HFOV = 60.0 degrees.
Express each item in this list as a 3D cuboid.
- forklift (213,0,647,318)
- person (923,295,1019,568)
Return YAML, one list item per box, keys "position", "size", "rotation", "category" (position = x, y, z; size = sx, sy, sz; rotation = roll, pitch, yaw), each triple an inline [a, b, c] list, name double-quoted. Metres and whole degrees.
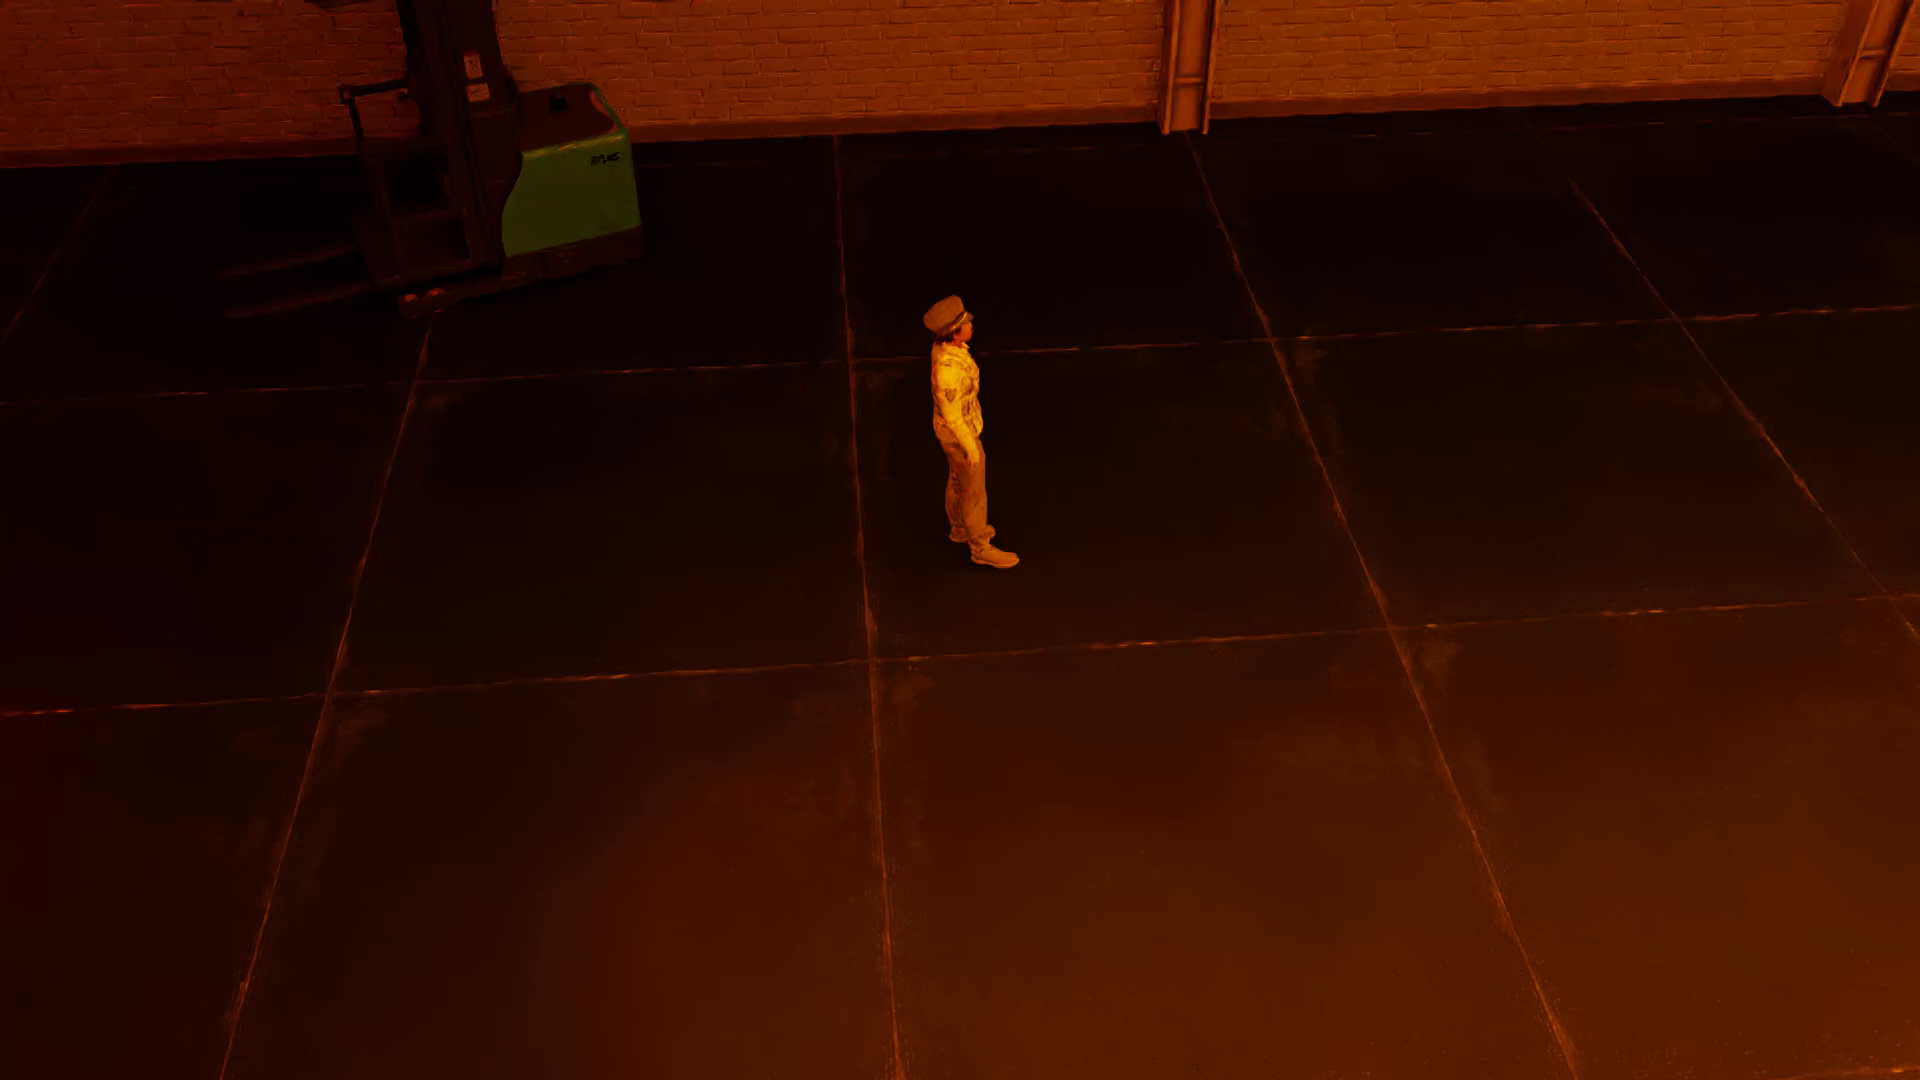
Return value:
- position: [-3.941, -3.119, 11.584]
  size: [3.031, 2.935, 1.130]
  rotation: [-17, 43, -19]
  category: "forklift"
- position: [0.068, -0.649, 9.636]
  size: [0.533, 1.695, 0.586]
  rotation: [-3, 41, -4]
  category: "person"
